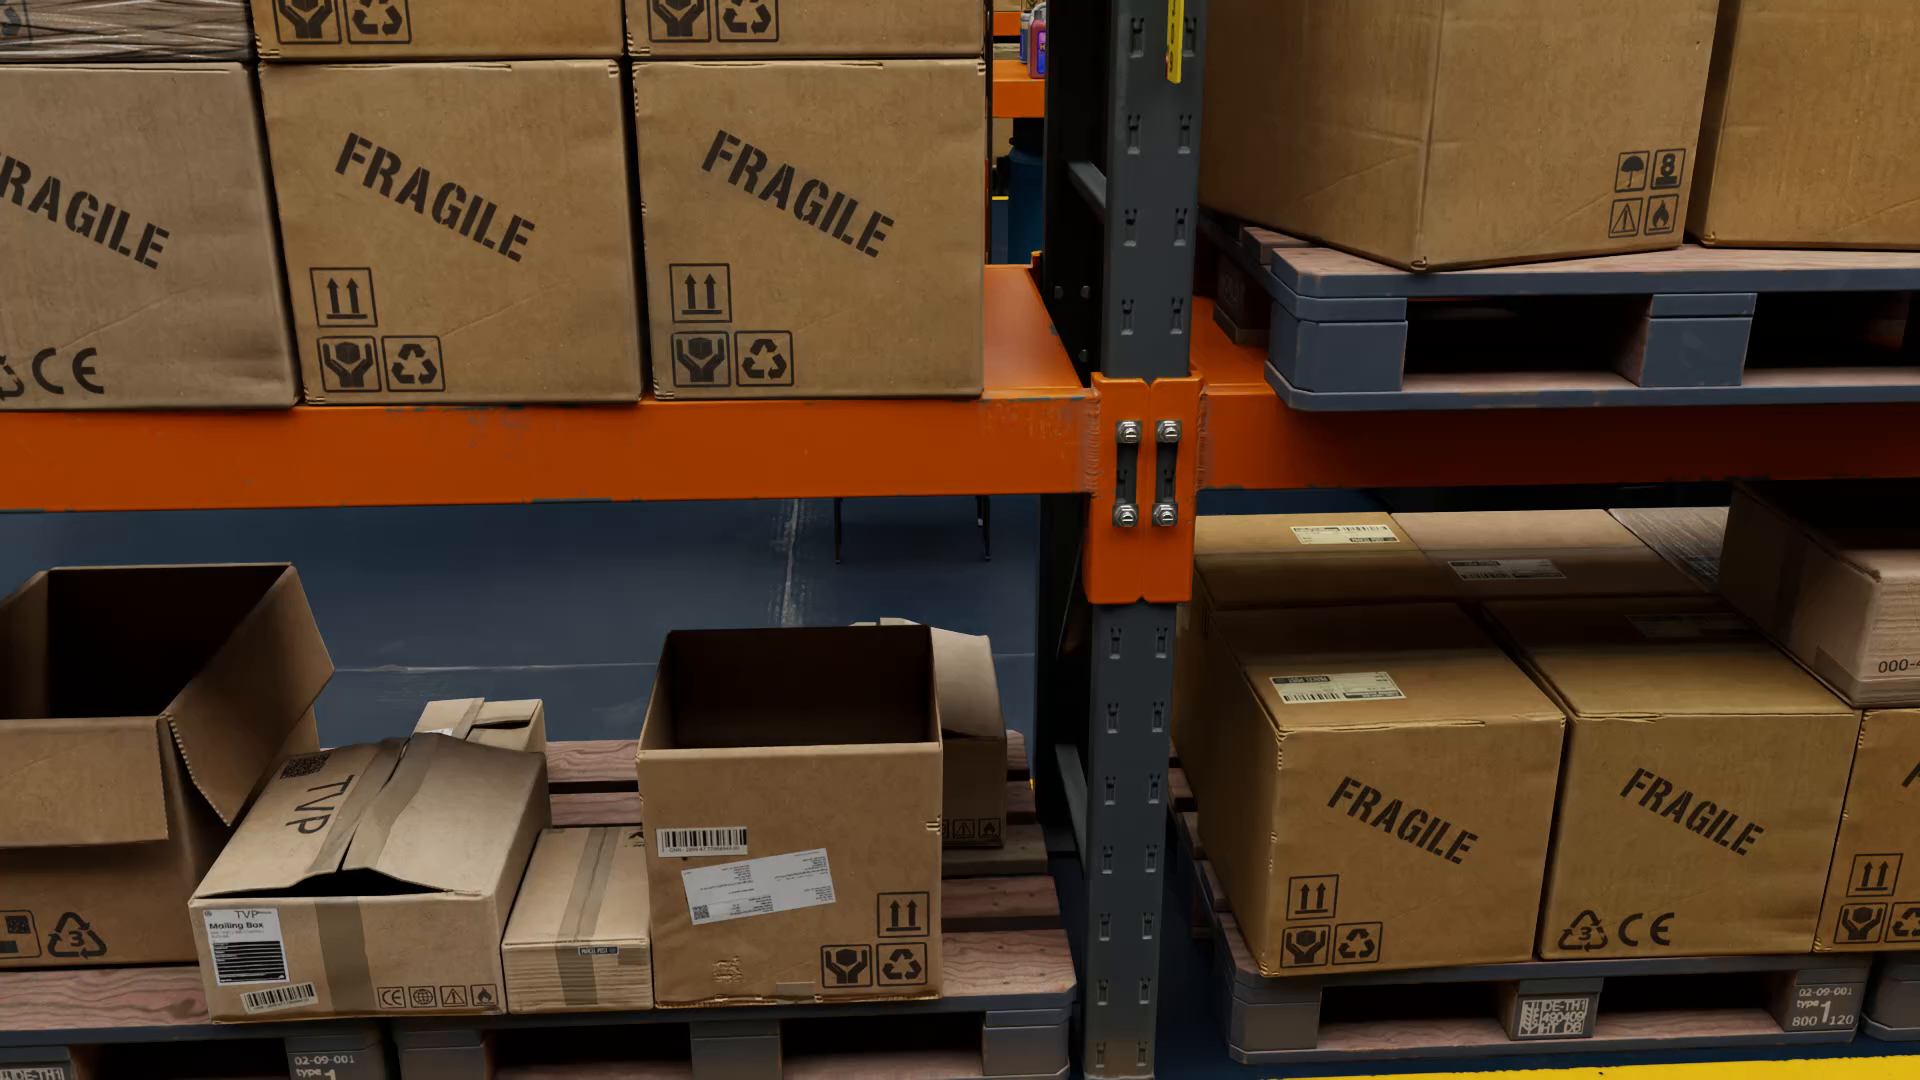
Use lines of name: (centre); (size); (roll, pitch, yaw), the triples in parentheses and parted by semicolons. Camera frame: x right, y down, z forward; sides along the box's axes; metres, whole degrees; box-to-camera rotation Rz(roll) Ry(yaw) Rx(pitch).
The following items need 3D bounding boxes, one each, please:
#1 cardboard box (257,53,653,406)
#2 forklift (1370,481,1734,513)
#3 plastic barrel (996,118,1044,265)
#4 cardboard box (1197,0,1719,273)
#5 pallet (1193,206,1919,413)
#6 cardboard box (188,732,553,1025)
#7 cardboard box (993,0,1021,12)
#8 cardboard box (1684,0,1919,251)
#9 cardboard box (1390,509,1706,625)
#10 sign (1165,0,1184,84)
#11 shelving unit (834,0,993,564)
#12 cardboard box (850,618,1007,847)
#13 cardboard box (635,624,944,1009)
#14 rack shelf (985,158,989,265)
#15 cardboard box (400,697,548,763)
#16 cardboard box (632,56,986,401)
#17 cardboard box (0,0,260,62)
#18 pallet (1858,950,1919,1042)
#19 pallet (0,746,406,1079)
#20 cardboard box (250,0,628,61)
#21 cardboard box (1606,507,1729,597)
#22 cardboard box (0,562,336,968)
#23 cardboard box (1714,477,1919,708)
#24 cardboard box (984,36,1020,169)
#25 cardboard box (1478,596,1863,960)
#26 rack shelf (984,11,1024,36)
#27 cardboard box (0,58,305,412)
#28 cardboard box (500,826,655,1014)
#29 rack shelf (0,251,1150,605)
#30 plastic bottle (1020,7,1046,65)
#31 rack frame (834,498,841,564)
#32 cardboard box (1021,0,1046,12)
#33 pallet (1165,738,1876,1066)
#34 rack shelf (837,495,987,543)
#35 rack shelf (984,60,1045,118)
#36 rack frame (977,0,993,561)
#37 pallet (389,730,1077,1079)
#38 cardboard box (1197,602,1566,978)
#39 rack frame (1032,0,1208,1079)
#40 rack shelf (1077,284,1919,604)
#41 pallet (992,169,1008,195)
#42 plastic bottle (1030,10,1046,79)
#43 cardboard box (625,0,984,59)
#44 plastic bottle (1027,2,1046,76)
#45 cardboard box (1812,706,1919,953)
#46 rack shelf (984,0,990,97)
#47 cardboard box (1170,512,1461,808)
cardboard box: (-0.738, -0.524, 2.640); (0.500, 0.500, 0.500); (-1, 21, -2)
forklift: (2.961, -1.542, 5.553); (3.031, 2.935, 1.130); (-3, 21, -8)
plastic barrel: (0.526, -1.569, 7.886); (0.708, 0.901, 0.600); (-1, 21, -3)
cardboard box: (0.747, -0.762, 2.676); (0.500, 0.500, 0.700); (-9, 22, -21)
pallet: (1.065, -0.477, 2.927); (1.213, 0.211, 1.003); (-1, 21, -3)
cardboard box: (-1.040, 0.590, 3.017); (0.500, 0.311, 0.500); (-1, 21, -3)
cardboard box: (0.173, -4.075, 11.969); (0.500, 0.500, 0.500); (-1, 21, -3)
cardboard box: (1.430, -0.799, 2.772); (0.500, 0.500, 0.700); (2, 21, 6)
cardboard box: (1.232, 0.255, 3.631); (0.500, 0.500, 0.500); (-1, 21, -3)
sign: (0.300, -0.801, 2.292); (0.005, 0.325, 0.100); (-1, 21, -3)
shelving unit: (-0.165, -0.978, 5.239); (0.503, 2.100, 0.431); (-1, 21, -3)
cardboard box: (-0.170, 0.394, 3.532); (0.500, 0.311, 0.500); (-1, 21, -3)
cardboard box: (-0.291, 0.486, 3.024); (0.500, 0.500, 0.500); (-1, 21, -3)
rack shelf: (-0.165, -0.965, 5.243); (0.480, 0.518, 0.431); (-1, 21, -3)
cardboard box: (-1.033, 0.482, 3.502); (0.250, 0.166, 0.380); (-1, 21, -3)
cardboard box: (-0.223, -0.534, 2.669); (0.500, 0.500, 0.500); (-1, 21, -2)
cardboard box: (-1.243, -0.979, 2.432); (0.500, 0.500, 0.500); (-1, 21, -3)
pallet: (2.292, 0.658, 3.595); (1.213, 0.211, 1.003); (-1, 21, -3)
pallet: (-1.645, 0.754, 3.345); (1.213, 0.211, 1.003); (-1, 21, -3)
cardboard box: (-0.740, -0.989, 2.458); (0.500, 0.500, 0.500); (-2, 21, -4)
cardboard box: (1.732, 0.245, 3.658); (0.500, 0.500, 0.500); (-1, 21, -2)
cardboard box: (-1.614, 0.412, 3.213); (0.637, 0.503, 0.797); (-1, 21, -3)
cardboard box: (1.757, 0.080, 3.037); (0.500, 0.250, 0.500); (-1, 21, -3)
cardboard box: (0.337, -3.332, 12.552); (0.875, 0.875, 1.225); (-1, 21, -3)
cardboard box: (1.290, 0.436, 3.156); (0.500, 0.500, 0.500); (-1, 21, -2)
rack shelf: (1.696, -3.813, 12.430); (4.000, 0.370, 1.077); (-1, 21, -3)
cardboard box: (-1.250, -0.512, 2.610); (0.500, 0.500, 0.500); (-1, 21, -2)
cardboard box: (-0.662, 0.679, 3.010); (0.250, 0.149, 0.380); (-1, 21, -3)
rack shelf: (-1.735, -0.212, 2.974); (4.000, 0.370, 1.077); (-1, 21, -3)
plastic bottle: (0.357, -2.414, 7.919); (0.135, 0.276, 0.152); (-1, 21, -3)
rack frame: (-0.409, -0.973, 5.226); (0.015, 2.100, 0.400); (-1, 21, -3)
cardboard box: (0.675, -4.086, 11.997); (0.500, 0.500, 0.500); (-1, 21, -3)
pallet: (1.071, 0.684, 3.527); (1.213, 0.211, 1.003); (-1, 21, -3)
rack shelf: (-0.165, -0.311, 5.492); (0.480, 0.518, 0.431); (-1, 21, -3)
rack shelf: (1.979, -2.053, 7.809); (4.000, 0.370, 1.077); (-1, 21, -3)
rack frame: (0.078, -0.983, 5.252); (0.015, 2.100, 0.400); (-1, 21, -3)
pallet: (-0.424, 0.728, 3.413); (1.213, 0.211, 1.003); (-1, 21, -3)
cardboard box: (0.758, 0.450, 3.117); (0.500, 0.500, 0.500); (-2, 21, -5)
rack frame: (0.261, -0.589, 2.952); (0.127, 3.000, 1.000); (-1, 21, -3)
rack shelf: (2.258, -0.293, 3.187); (4.000, 0.370, 1.077); (-1, 21, -3)
pallet: (0.466, -2.847, 12.803); (1.213, 0.211, 1.003); (-1, 21, -3)
plastic bottle: (0.373, -2.150, 7.217); (0.133, 0.283, 0.061); (-1, 21, -3)
cardboard box: (-0.229, -1.001, 2.488); (0.500, 0.500, 0.500); (-1, 21, -3)
plastic bottle: (0.393, -2.218, 7.302); (0.185, 0.351, 0.144); (-1, 21, -3)
cardboard box: (1.789, 0.428, 3.176); (0.500, 0.500, 0.500); (-1, 21, -2)
rack shelf: (-0.165, -1.619, 4.994); (0.480, 0.518, 0.431); (-1, 21, -3)
cardboard box: (0.738, 0.262, 3.613); (0.500, 0.500, 0.500); (-1, 21, -3)
